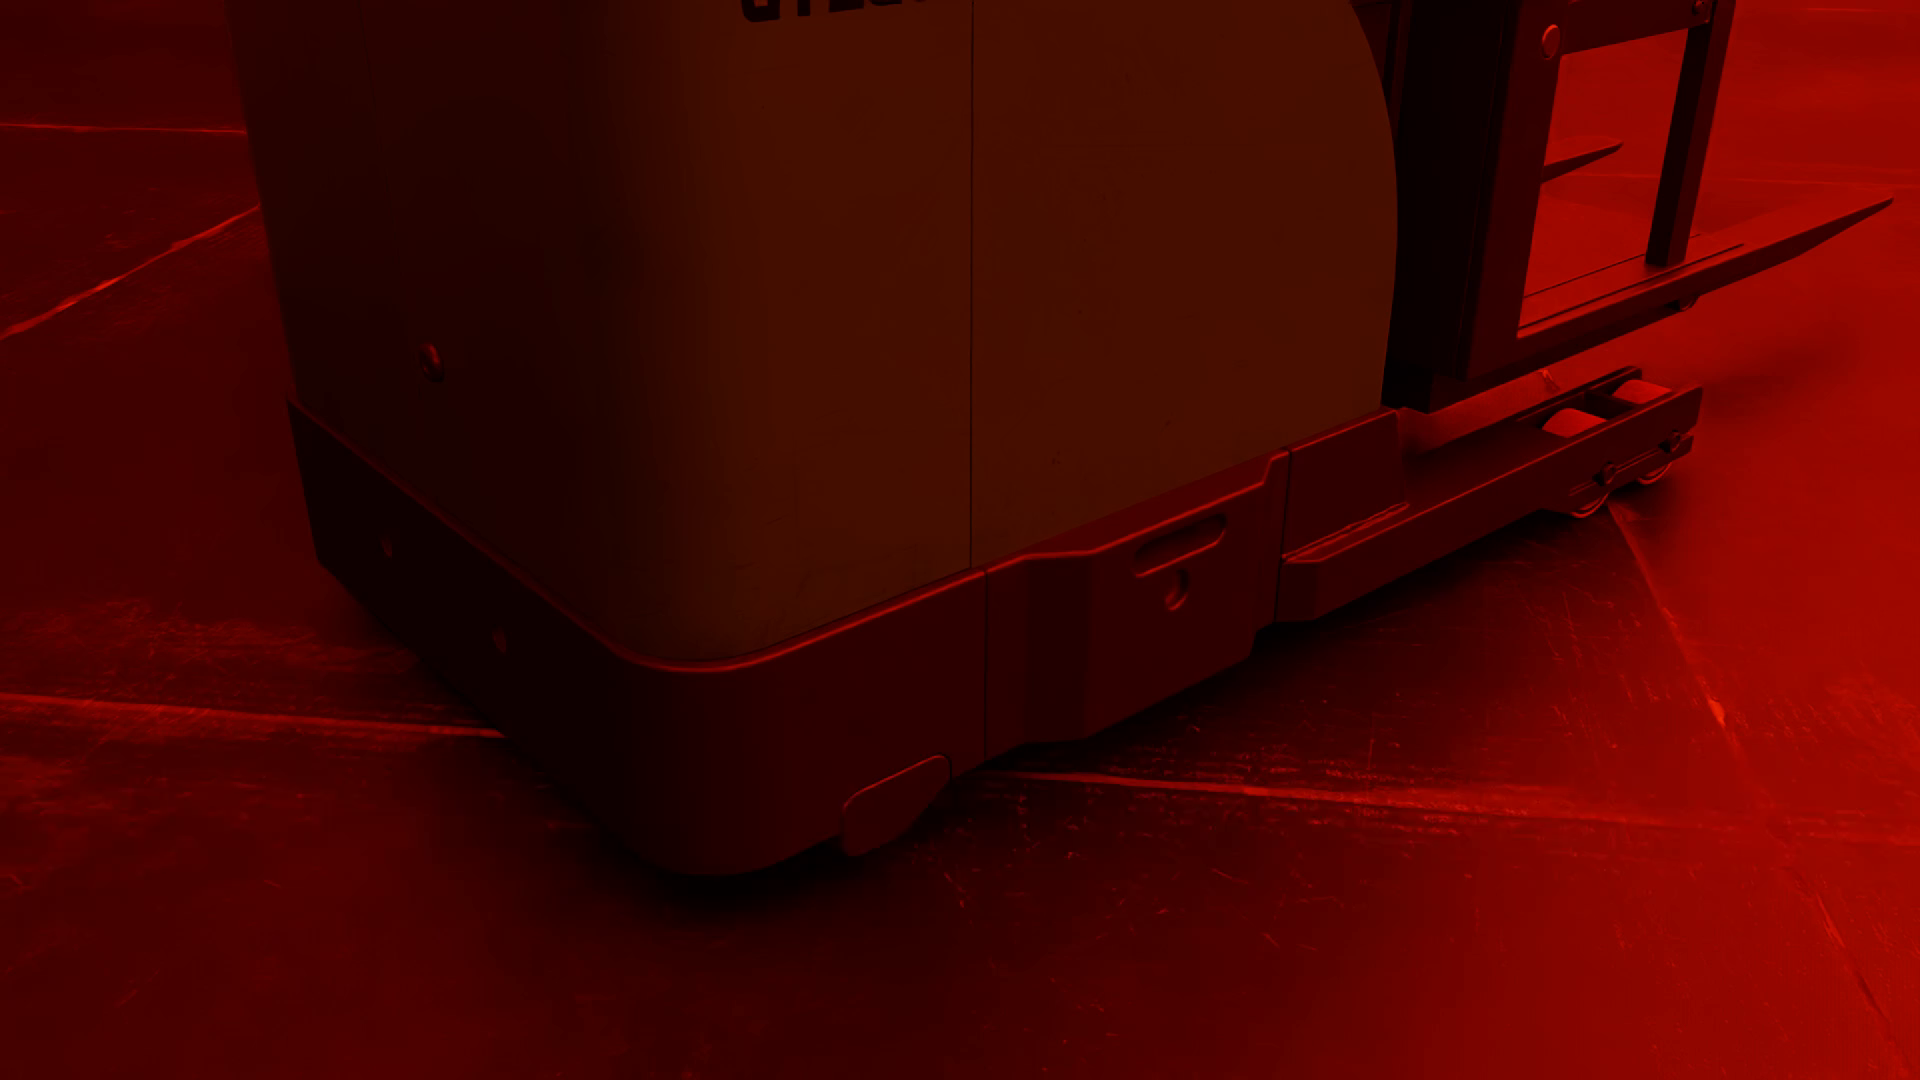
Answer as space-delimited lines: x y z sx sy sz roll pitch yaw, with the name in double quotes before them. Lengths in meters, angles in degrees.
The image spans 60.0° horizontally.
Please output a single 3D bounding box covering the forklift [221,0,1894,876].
"forklift" 0.557 -1.505 2.234 3.031 2.935 1.130 -21 33 -35
